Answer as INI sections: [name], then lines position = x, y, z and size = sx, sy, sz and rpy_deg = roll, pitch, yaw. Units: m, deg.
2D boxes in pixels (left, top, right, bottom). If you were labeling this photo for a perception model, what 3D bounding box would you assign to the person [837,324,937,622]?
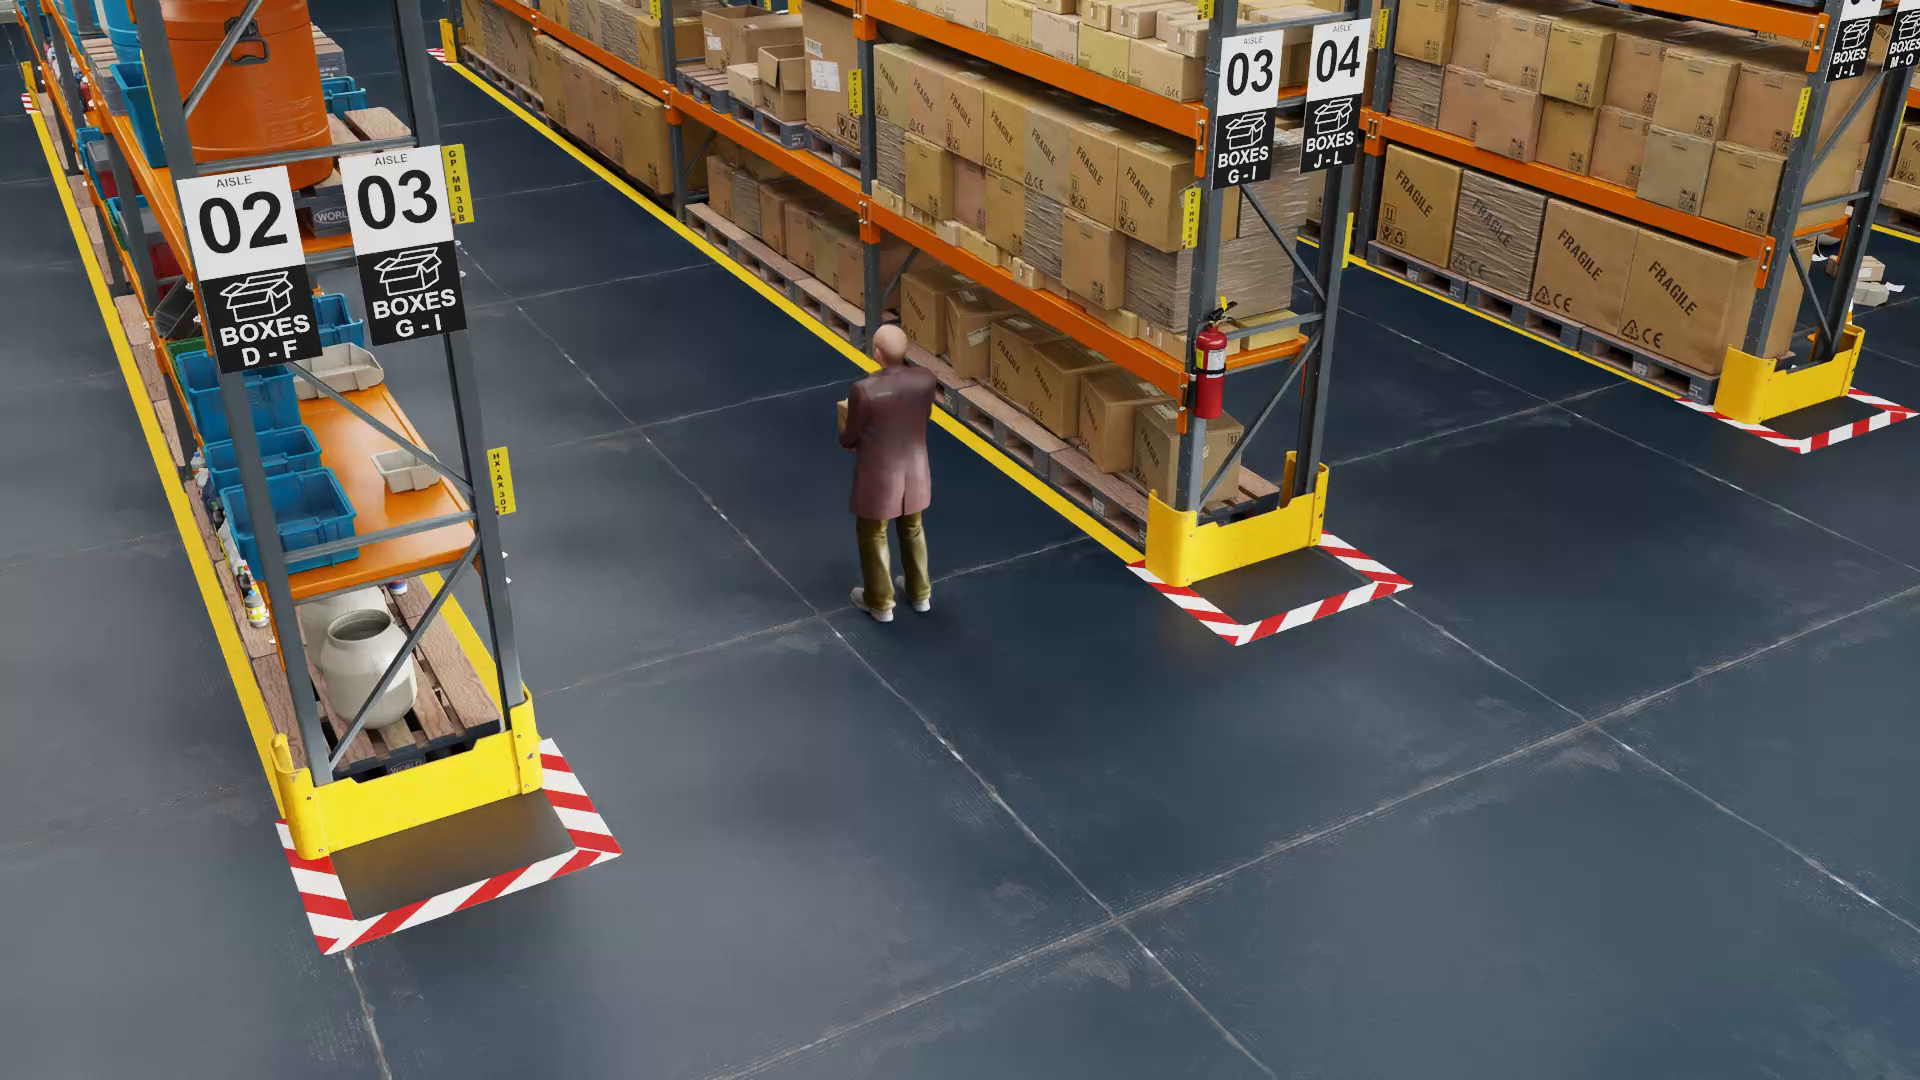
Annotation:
[person]
position = -0.439, -0.428, 9.369
size = 0.533, 1.774, 0.554
rpy_deg = -16, 32, -26
